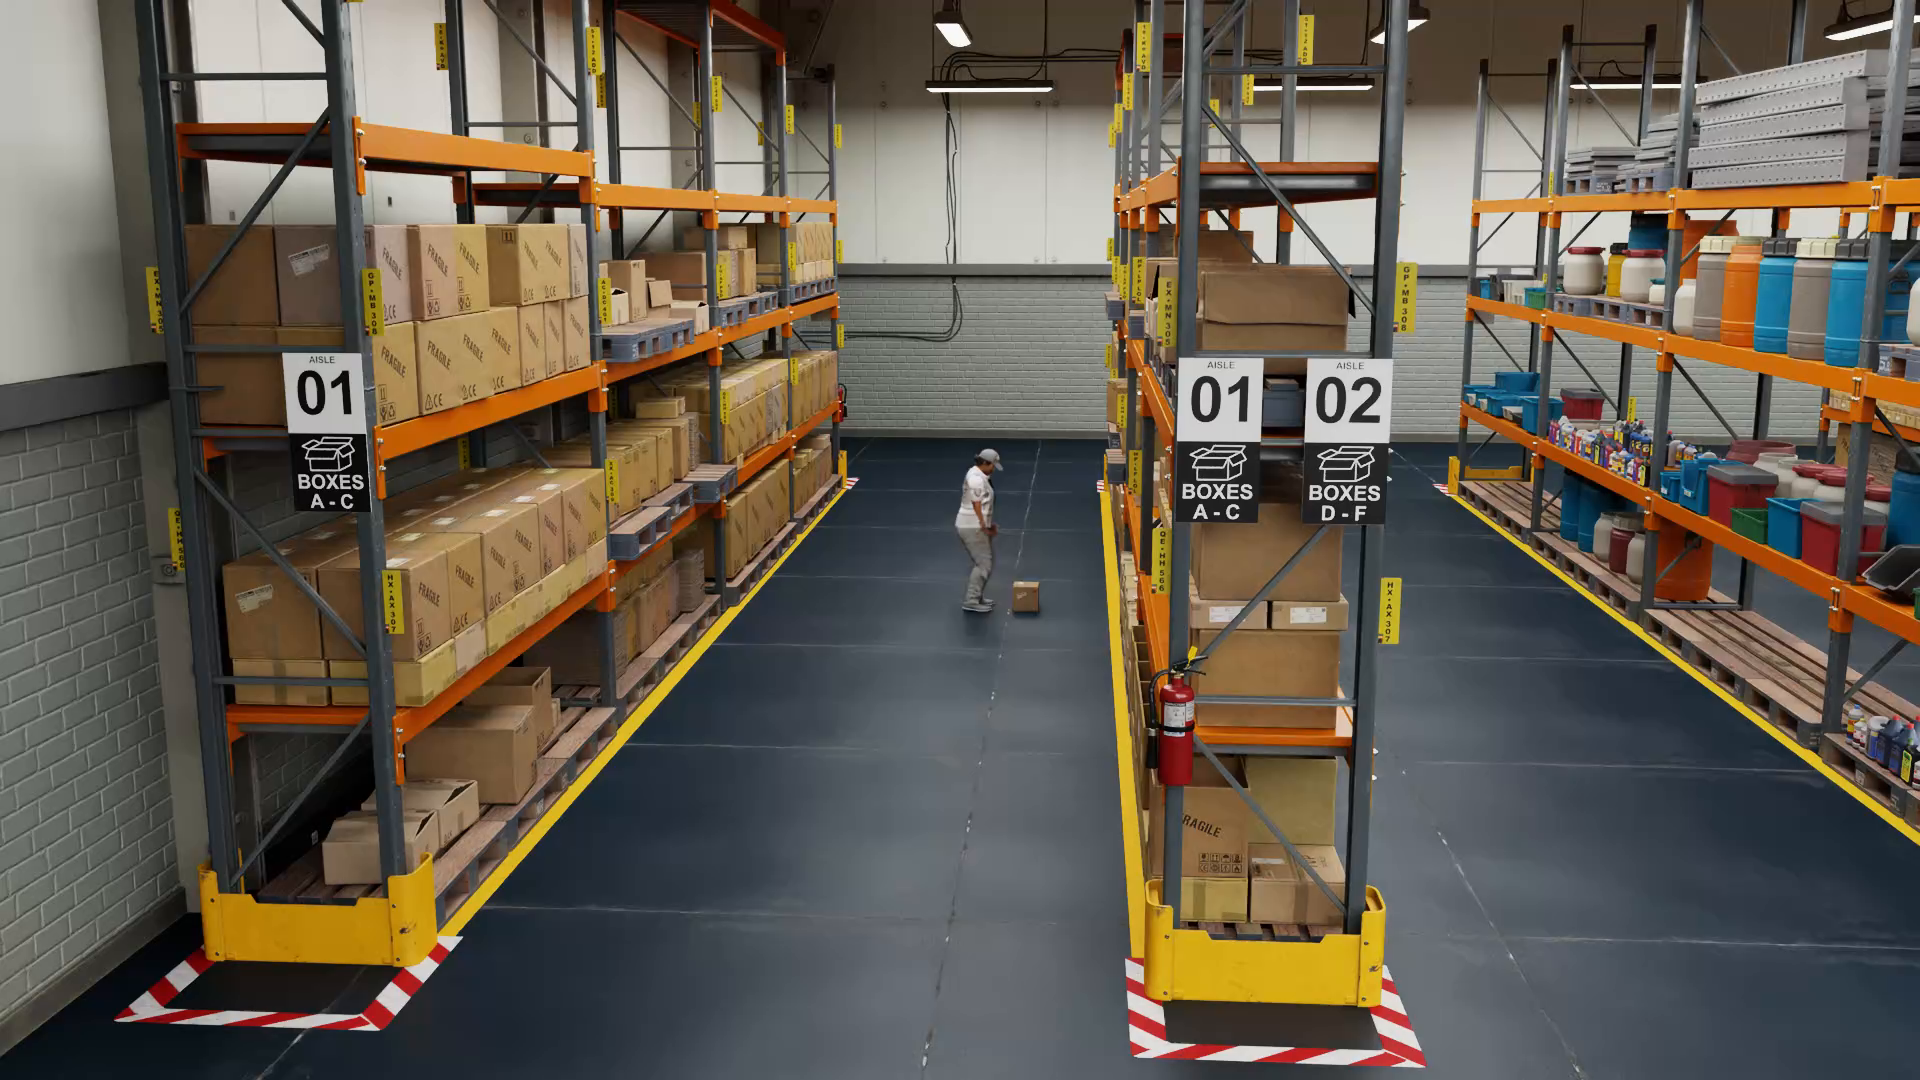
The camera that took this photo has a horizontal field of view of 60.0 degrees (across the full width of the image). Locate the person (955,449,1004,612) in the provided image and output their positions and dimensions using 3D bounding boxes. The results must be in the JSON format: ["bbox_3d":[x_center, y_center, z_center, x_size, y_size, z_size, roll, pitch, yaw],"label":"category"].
[{"bbox_3d":[0.195,-0.110,16.652,0.479,1.620,0.496,1,11,5],"label":"person"}]
